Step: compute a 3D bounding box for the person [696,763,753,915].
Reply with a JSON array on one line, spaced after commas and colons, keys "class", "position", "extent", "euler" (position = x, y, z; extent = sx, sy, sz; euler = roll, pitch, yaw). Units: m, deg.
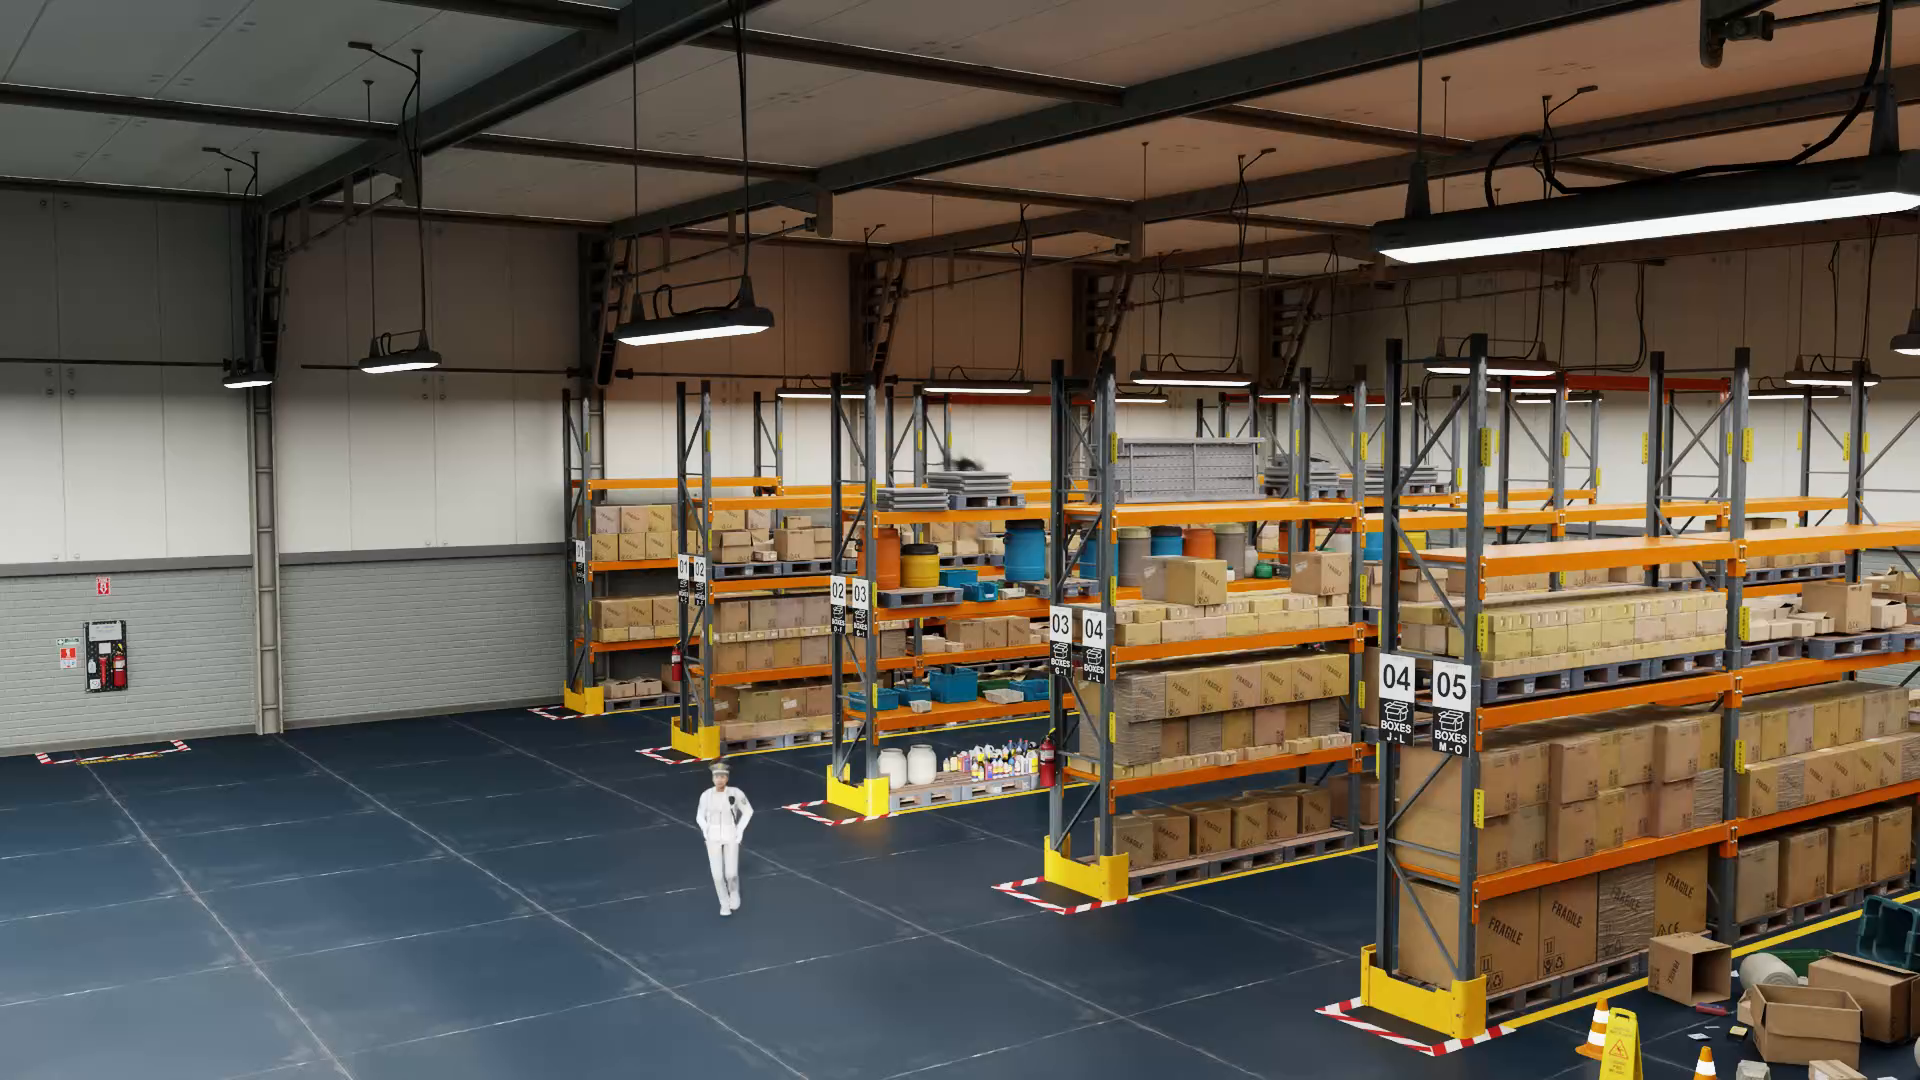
[{"class": "person", "position": [-2.523, 3.193, 17.708], "extent": [0.589, 1.653, 0.528], "euler": [0, 4, 0]}]
